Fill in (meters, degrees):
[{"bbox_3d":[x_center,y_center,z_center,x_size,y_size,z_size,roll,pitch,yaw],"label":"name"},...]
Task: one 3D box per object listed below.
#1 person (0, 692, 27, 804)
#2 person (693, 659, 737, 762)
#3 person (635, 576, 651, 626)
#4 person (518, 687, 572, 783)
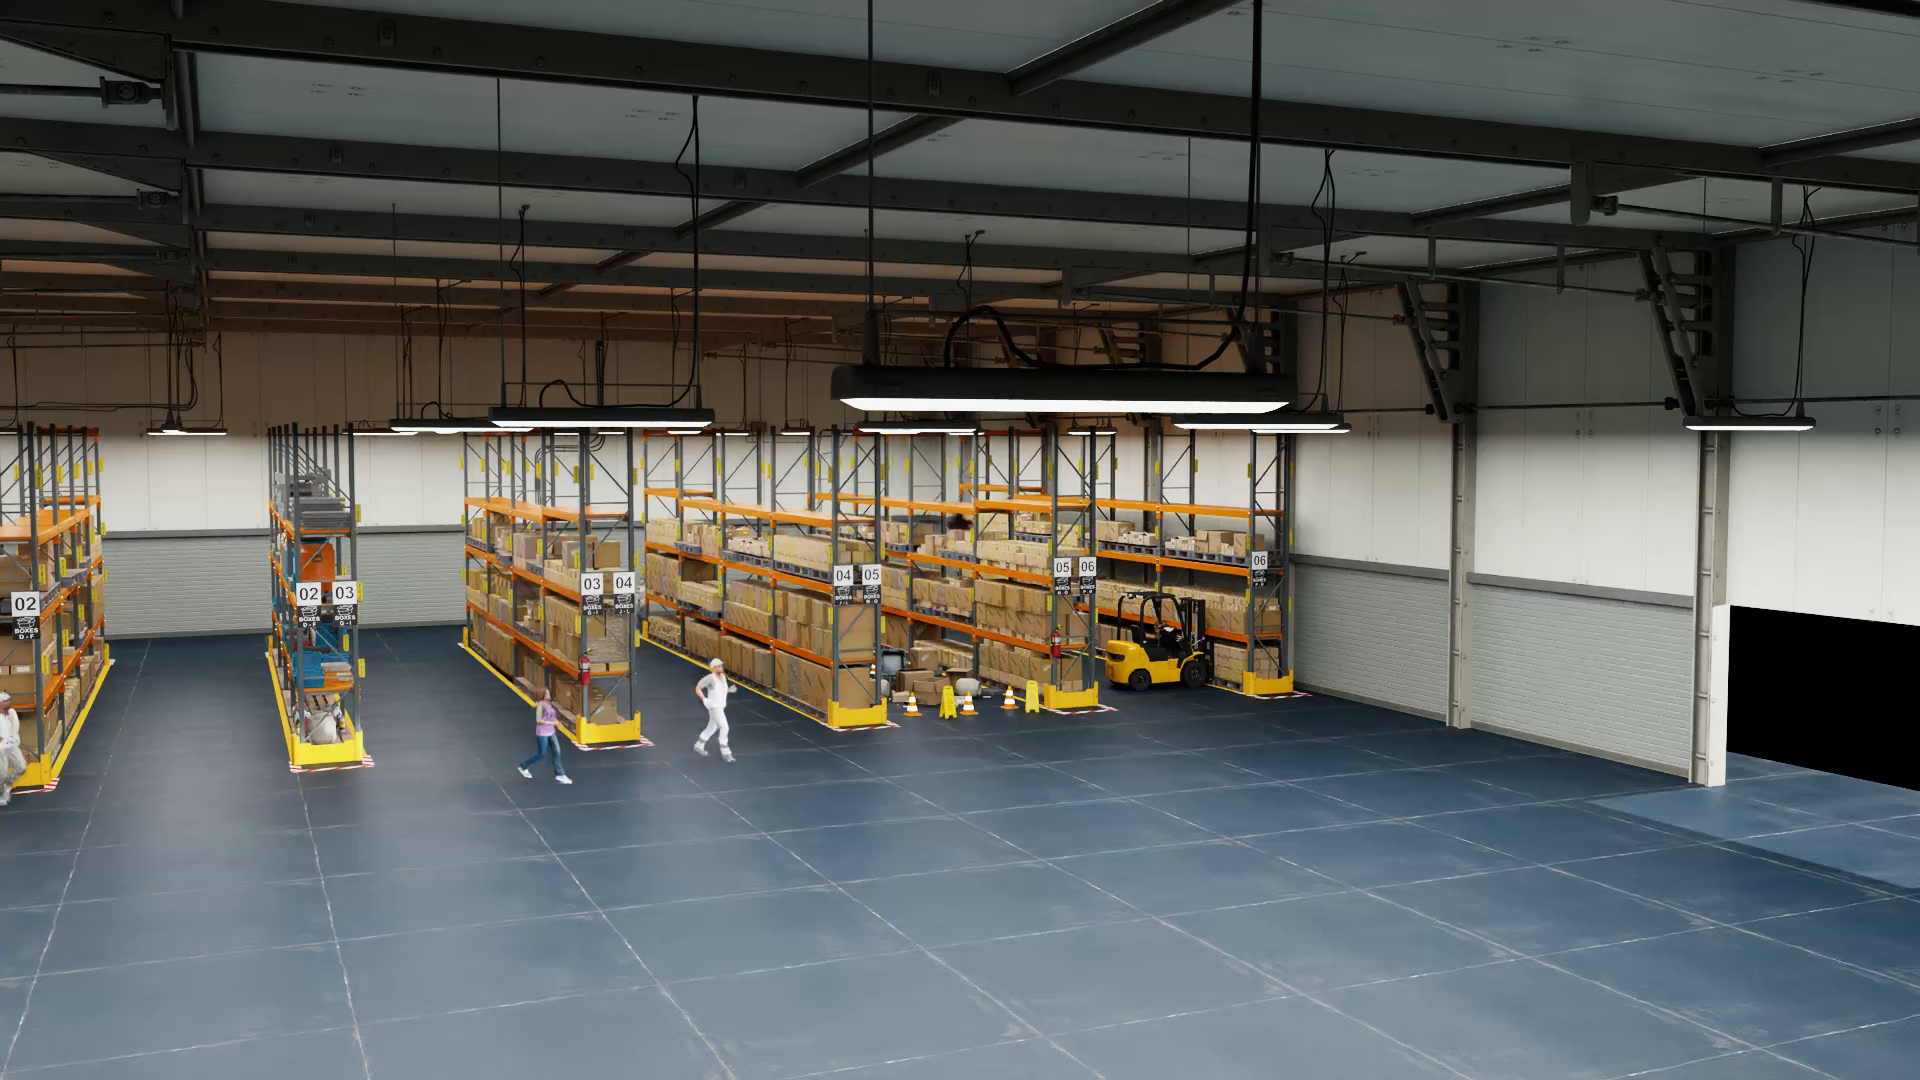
[{"bbox_3d":[-14.873,3.251,25.998,0.621,1.749,0.716,1,4,15],"label":"person"},{"bbox_3d":[-4.355,3.019,29.628,0.856,1.836,0.624,1,4,16],"label":"person"},{"bbox_3d":[-9.436,1.893,49.038,0.858,1.659,0.667,0,4,-8],"label":"person"},{"bbox_3d":[-6.894,3.235,27.578,0.894,1.600,0.552,1,4,8],"label":"person"}]
